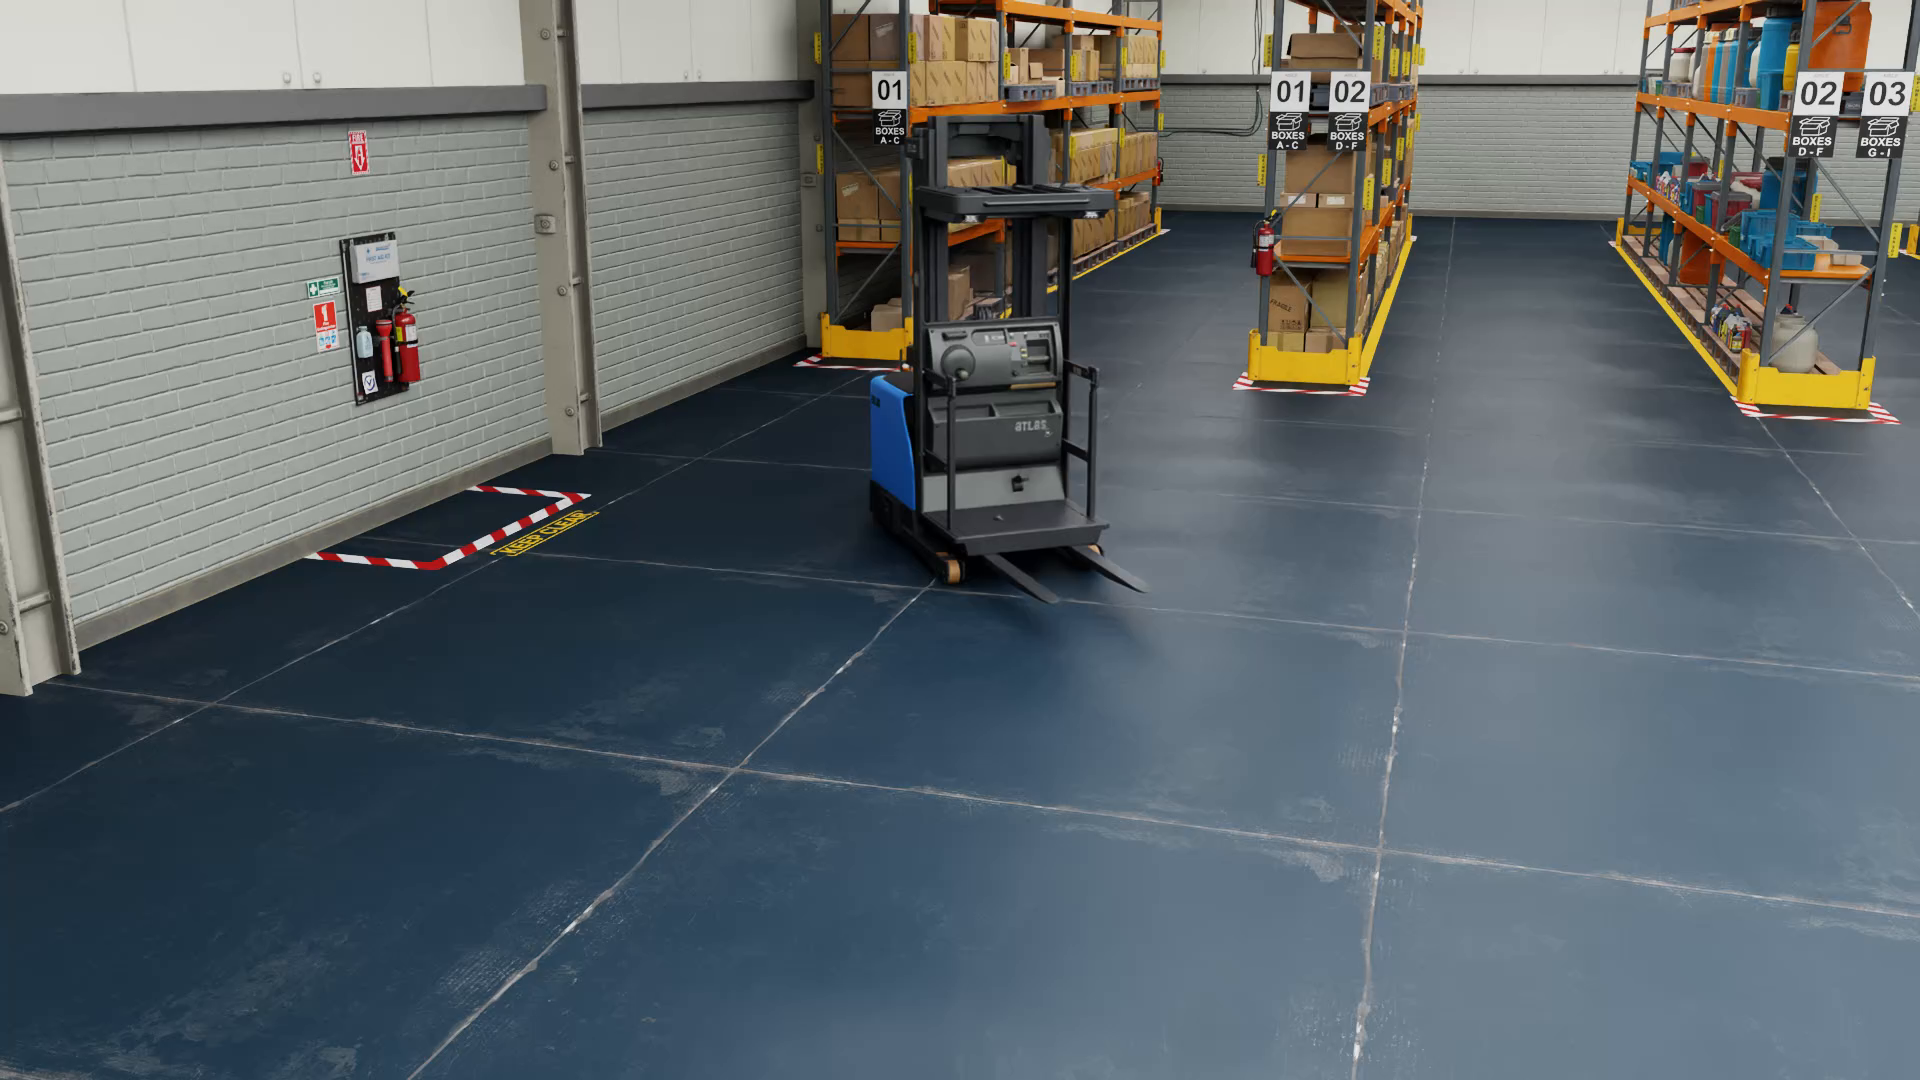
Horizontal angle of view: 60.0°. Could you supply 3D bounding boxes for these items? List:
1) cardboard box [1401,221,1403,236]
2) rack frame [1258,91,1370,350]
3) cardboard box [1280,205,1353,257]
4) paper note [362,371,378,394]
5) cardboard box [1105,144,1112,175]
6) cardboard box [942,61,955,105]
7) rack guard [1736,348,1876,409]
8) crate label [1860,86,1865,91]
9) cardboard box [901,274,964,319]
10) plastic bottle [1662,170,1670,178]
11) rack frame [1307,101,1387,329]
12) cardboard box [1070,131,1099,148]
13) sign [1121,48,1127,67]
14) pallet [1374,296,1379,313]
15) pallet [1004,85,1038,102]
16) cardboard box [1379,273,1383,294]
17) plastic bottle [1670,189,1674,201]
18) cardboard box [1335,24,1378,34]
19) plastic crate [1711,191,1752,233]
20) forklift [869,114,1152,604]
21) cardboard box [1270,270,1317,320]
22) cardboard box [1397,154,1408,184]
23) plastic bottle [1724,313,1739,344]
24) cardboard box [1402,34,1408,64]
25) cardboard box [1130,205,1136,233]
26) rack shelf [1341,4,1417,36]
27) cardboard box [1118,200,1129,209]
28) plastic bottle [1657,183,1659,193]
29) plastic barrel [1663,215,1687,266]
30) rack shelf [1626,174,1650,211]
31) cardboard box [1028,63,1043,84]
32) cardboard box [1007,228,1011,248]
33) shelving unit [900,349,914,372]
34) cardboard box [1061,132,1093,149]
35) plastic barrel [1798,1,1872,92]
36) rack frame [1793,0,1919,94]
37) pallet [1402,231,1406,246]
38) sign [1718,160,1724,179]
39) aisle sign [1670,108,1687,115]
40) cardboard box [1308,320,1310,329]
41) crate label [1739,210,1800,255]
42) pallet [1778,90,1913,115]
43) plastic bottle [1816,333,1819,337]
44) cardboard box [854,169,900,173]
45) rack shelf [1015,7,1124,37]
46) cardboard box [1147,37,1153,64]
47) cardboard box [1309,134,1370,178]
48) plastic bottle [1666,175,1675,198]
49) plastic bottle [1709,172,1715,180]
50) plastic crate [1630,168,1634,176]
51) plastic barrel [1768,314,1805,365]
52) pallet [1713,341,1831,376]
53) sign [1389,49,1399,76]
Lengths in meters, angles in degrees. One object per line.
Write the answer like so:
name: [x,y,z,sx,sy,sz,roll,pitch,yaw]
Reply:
cardboard box: [8.036,-5.844,31.170,0.500,0.250,0.500,5,16,16]
rack frame: [3.707,-3.177,17.534,1.000,3.000,0.127,5,16,16]
cardboard box: [3.852,-3.346,17.947,0.700,0.500,0.500,5,16,16]
paper note: [-4.235,-1.132,11.939,0.016,0.148,0.142,5,16,16]
cardboard box: [2.341,-6.626,28.928,0.500,0.500,0.500,5,17,16]
cardboard box: [-0.379,-5.403,19.665,0.500,0.500,0.500,5,17,18]
rack guard: [8.431,-1.613,16.600,1.175,0.500,0.348,5,16,16]
crate label: [9.303,-4.628,17.423,0.502,0.251,0.408,5,16,16]
cardboard box: [-0.343,-3.081,20.968,0.700,0.500,0.500,4,16,12]
plastic bottle: [11.443,-5.830,26.978,0.144,0.351,0.185,5,16,16]
rack frame: [4.843,-4.224,21.223,1.000,3.000,0.127,5,16,16]
cardboard box: [2.035,-6.720,27.883,0.500,0.250,0.500,4,16,15]
sign: [2.889,-8.503,29.291,0.100,0.325,0.005,5,16,16]
pallet: [5.360,-3.398,23.423,1.003,0.211,1.213,5,16,16]
pallet: [0.370,-6.113,22.731,1.213,0.211,1.003,5,16,16]
cardboard box: [5.632,-3.592,23.264,0.500,0.250,0.500,5,17,17]
plastic bottle: [10.744,-5.196,25.015,0.097,0.201,0.097,0,16,0]
cardboard box: [5.056,-6.316,21.233,0.500,0.500,0.500,5,17,17]
plastic crate: [9.436,-4.020,20.387,0.402,0.464,0.583,5,16,16]
forklift: [0.314,-1.247,10.853,1.130,2.935,3.031,-6,17,-19]
cardboard box: [3.844,-2.843,19.252,0.500,0.500,0.500,5,16,16]
cardboard box: [7.523,-6.477,28.984,0.500,0.500,0.500,5,17,17]
plastic bottle: [8.737,-2.388,18.798,0.144,0.351,0.185,5,17,18]
cardboard box: [7.496,-8.539,28.924,0.700,0.500,0.500,5,16,16]
cardboard box: [2.971,-6.152,31.834,0.700,0.500,0.500,5,17,17]
rack shelf: [6.548,-8.141,26.092,1.077,0.370,4.000,5,16,16]
cardboard box: [2.949,-6.274,31.076,0.380,0.149,0.250,5,17,18]
plastic bottle: [11.271,-5.715,26.716,0.097,0.271,0.097,0,16,0]
plastic barrel: [11.493,-4.798,26.323,0.600,0.901,0.708,5,16,16]
rack shelf: [12.433,-6.109,29.188,1.077,0.370,4.000,5,16,16]
cardboard box: [0.772,-6.824,24.667,0.797,0.503,0.637,7,17,24]
cardboard box: [0.552,-4.422,24.324,0.500,0.250,0.500,4,16,14]
shelving unit: [-0.175,-0.849,12.621,0.503,1.200,0.258,-6,17,-19]
cardboard box: [1.896,-6.585,27.411,0.500,0.250,0.500,5,17,16]
plastic barrel: [8.471,-4.781,16.134,0.600,0.830,0.708,5,16,16]
rack frame: [8.455,-5.678,15.357,1.000,3.000,0.127,5,16,16]
pallet: [8.006,-5.793,31.867,1.003,0.211,1.213,5,16,16]
sign: [12.392,-6.022,27.055,0.100,0.325,0.005,5,16,16]
aisle sign: [13.303,-8.225,30.566,0.394,0.787,0.004,5,16,16]
cardboard box: [3.706,-2.351,18.892,0.500,0.250,0.500,5,16,16]
crate label: [8.718,-3.312,17.943,0.502,0.435,0.616,5,16,16]
pallet: [8.784,-4.353,16.529,1.003,0.211,1.213,5,16,16]
plastic bottle: [9.269,-2.141,18.075,0.097,0.271,0.097,0,16,0]
cardboard box: [-0.961,-4.129,19.755,0.500,0.500,0.500,5,17,17]
rack shelf: [1.798,-8.524,27.443,1.077,0.370,4.000,5,16,16]
cardboard box: [3.404,-9.385,31.872,0.500,0.500,0.500,5,17,18]
cardboard box: [4.581,-4.647,20.155,0.700,0.500,0.500,5,16,16]
plastic bottle: [10.934,-5.421,25.535,0.144,0.351,0.185,5,16,16]
plastic bottle: [11.917,-5.642,26.314,0.144,0.351,0.185,5,16,16]
plastic crate: [12.445,-6.763,30.551,0.250,0.136,0.298,5,16,16]
plastic barrel: [8.711,-2.106,17.549,0.421,0.512,0.421,0,16,0]
pallet: [9.016,-2.004,18.509,1.003,0.211,1.213,5,16,16]
sign: [5.376,-5.911,20.582,0.100,0.325,0.005,5,16,16]
